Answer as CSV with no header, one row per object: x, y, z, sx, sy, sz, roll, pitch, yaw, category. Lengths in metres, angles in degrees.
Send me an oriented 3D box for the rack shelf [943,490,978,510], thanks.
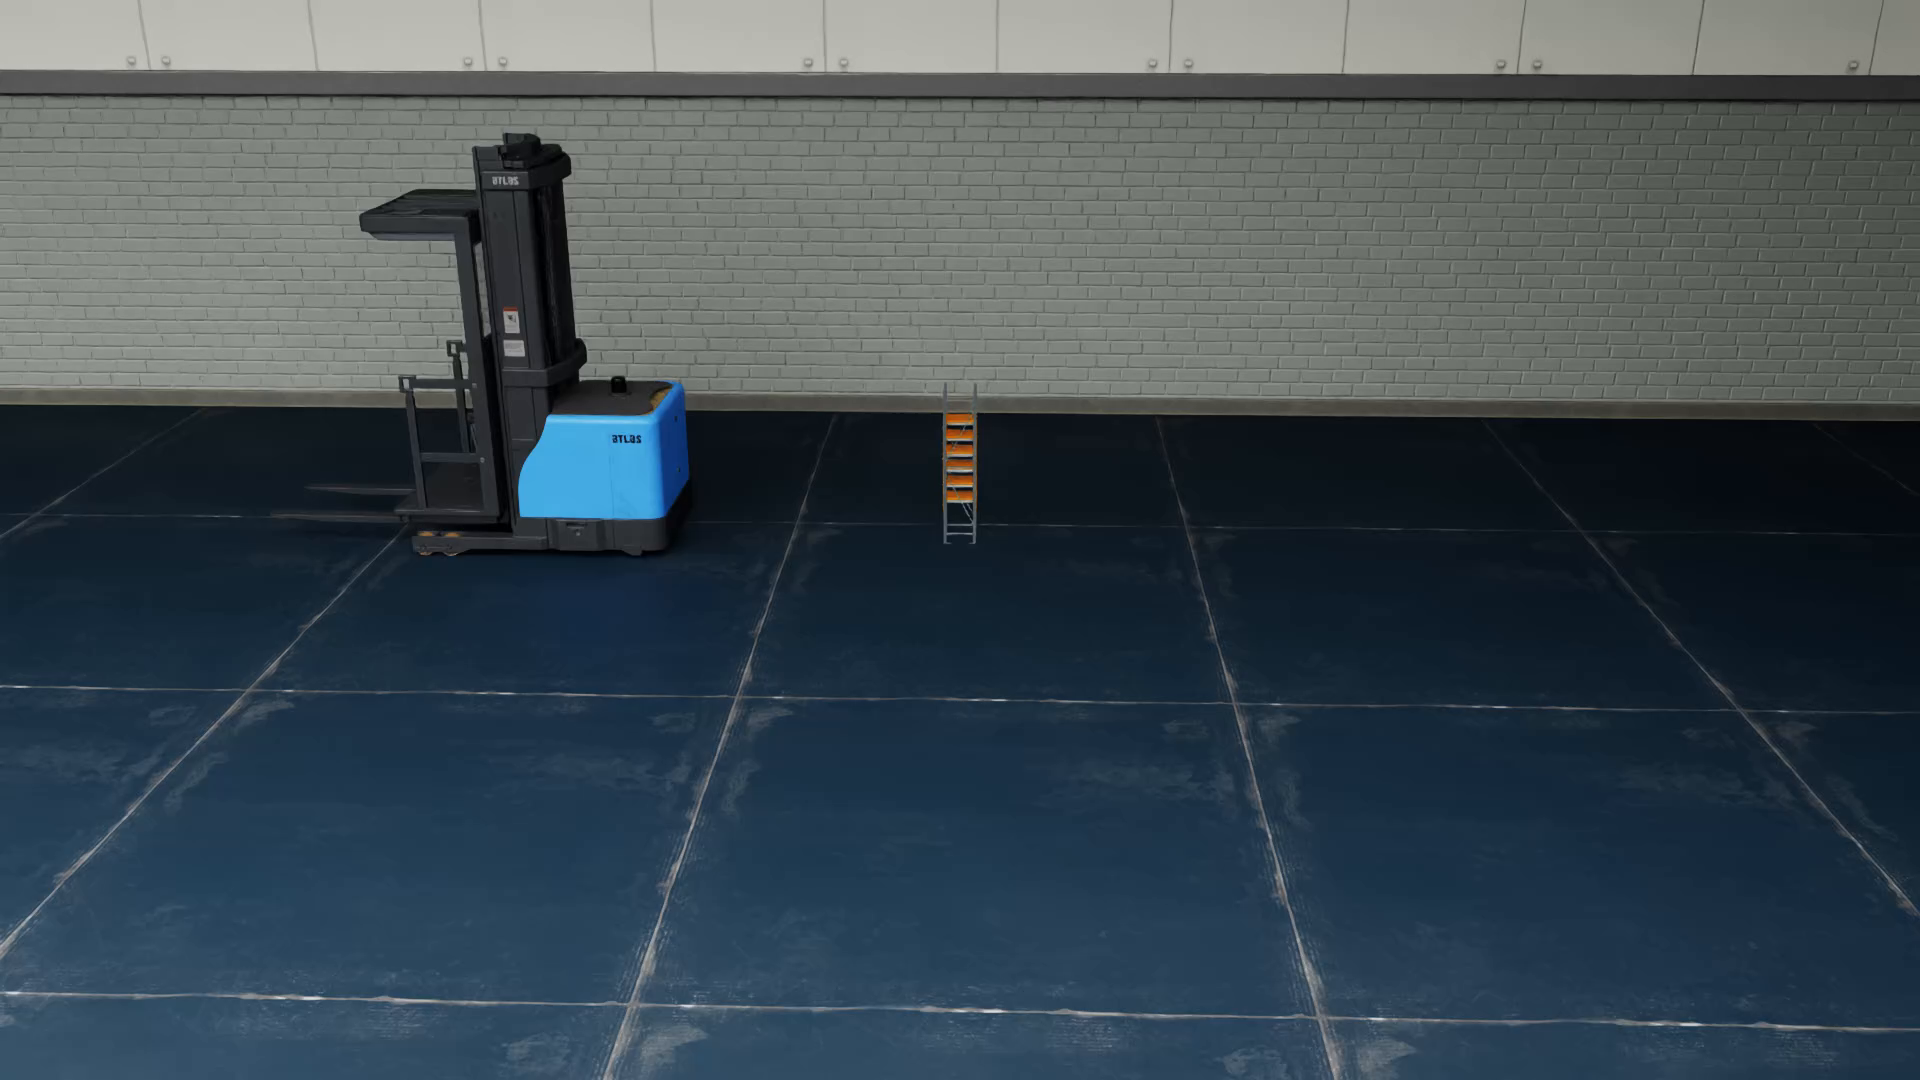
0.000,-0.299,12.428,0.258,0.103,0.180,1,21,2,rack shelf

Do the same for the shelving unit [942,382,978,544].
0.000,-0.565,12.325,0.258,1.200,0.189,1,21,2,shelving unit

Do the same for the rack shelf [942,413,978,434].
0.000,-0.859,12.211,0.258,0.103,0.180,1,21,2,rack shelf

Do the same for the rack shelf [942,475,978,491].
0.000,-0.411,12.385,0.258,0.103,0.180,1,21,2,rack shelf

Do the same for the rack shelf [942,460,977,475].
0.000,-0.523,12.341,0.258,0.103,0.180,1,21,2,rack shelf

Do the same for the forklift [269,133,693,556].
-3.625,-1.439,12.187,3.031,2.935,1.130,1,21,3,forklift

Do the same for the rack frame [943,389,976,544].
-0.002,-0.532,12.240,0.240,1.200,0.006,1,21,2,rack frame

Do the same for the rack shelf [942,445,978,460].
0.000,-0.635,12.298,0.258,0.103,0.180,1,21,2,rack shelf

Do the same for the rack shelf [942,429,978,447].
0.000,-0.747,12.255,0.258,0.103,0.180,1,21,2,rack shelf

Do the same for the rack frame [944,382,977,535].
0.003,-0.598,12.411,0.240,1.200,0.006,1,21,2,rack frame
